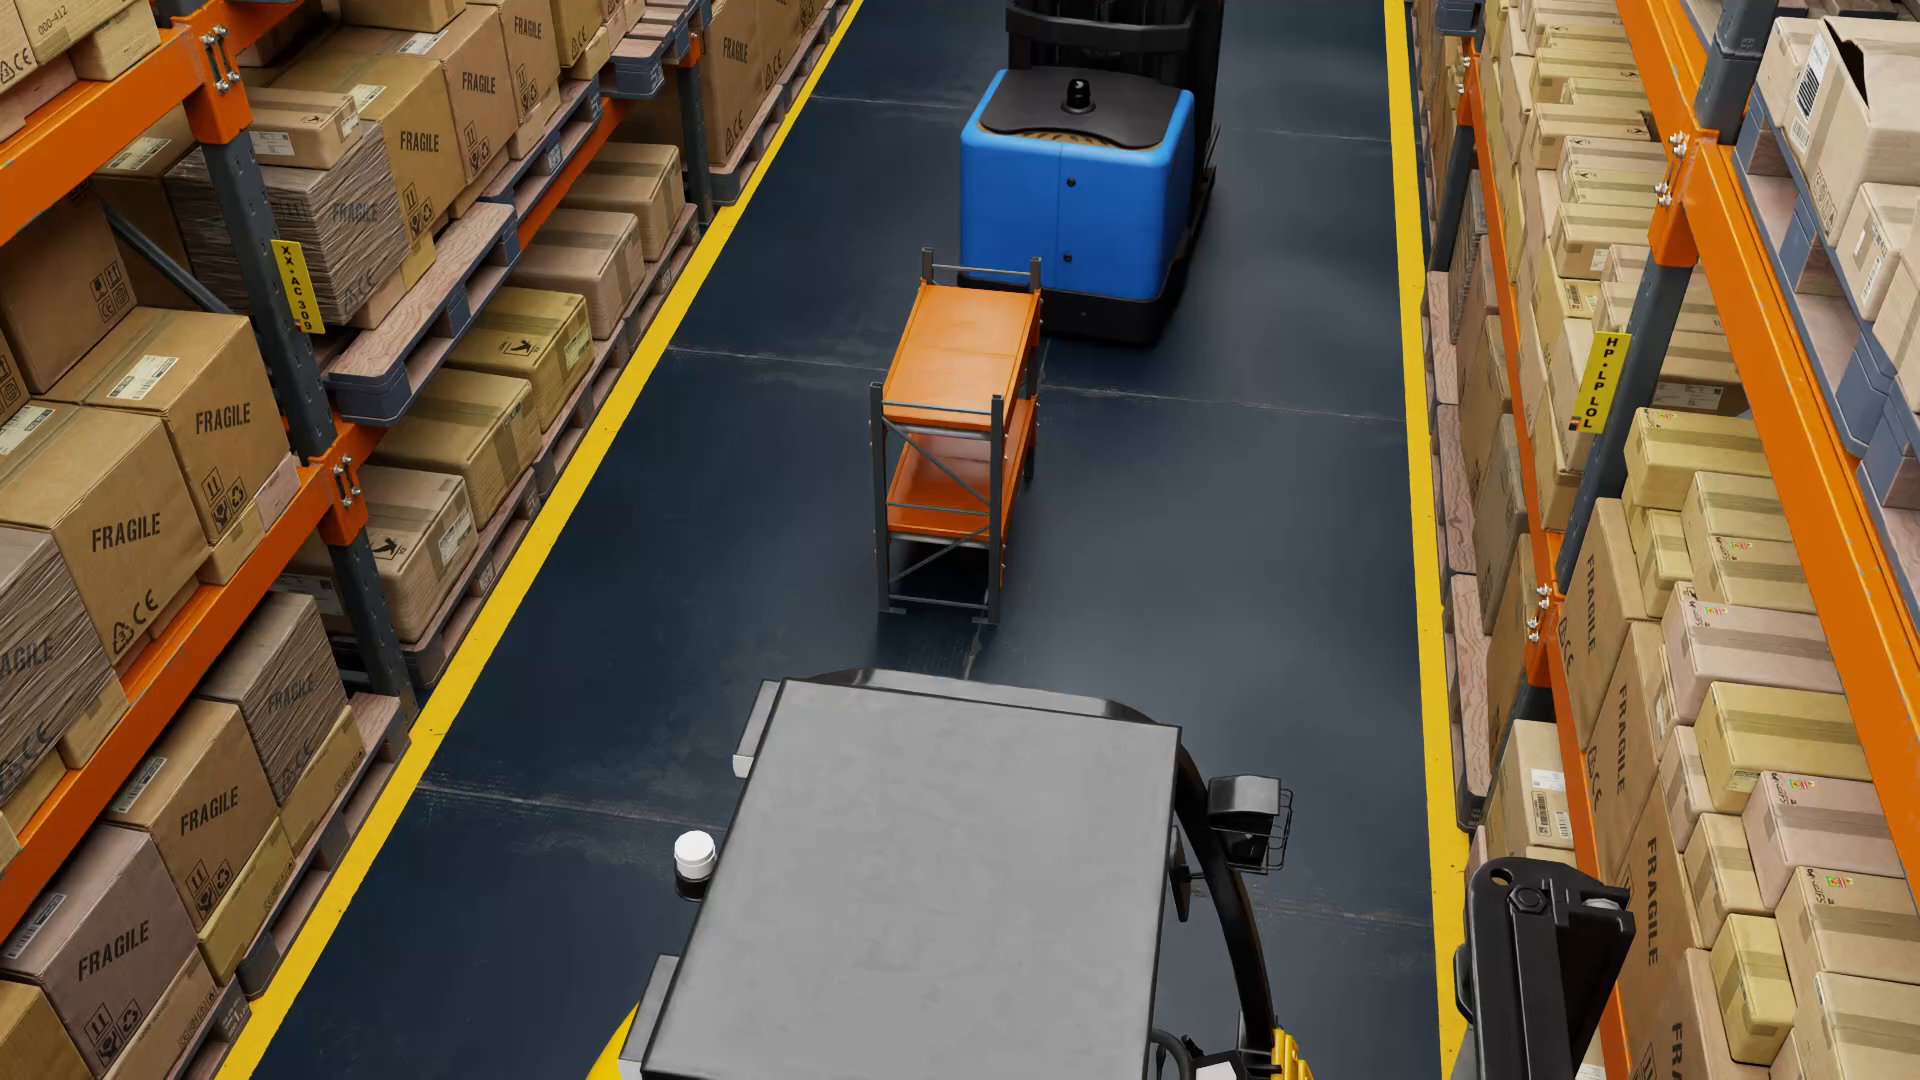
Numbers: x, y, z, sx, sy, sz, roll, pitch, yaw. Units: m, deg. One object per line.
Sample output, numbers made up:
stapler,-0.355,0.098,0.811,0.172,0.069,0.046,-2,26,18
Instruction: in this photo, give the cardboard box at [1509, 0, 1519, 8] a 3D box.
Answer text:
cardboard box,2.598,-2.424,7.240,0.380,0.149,0.250,7,40,9

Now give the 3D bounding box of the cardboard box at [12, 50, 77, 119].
cardboard box,-2.478,-1.184,4.171,0.380,0.149,0.250,7,40,8

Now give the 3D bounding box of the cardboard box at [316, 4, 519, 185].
cardboard box,-2.045,-1.706,6.318,0.500,0.500,0.500,6,40,7

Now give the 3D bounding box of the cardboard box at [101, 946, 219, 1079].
cardboard box,-2.606,1.447,4.974,0.500,0.250,0.500,7,40,8

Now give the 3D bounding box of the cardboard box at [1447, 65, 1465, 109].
cardboard box,2.841,-2.432,8.960,0.380,0.149,0.250,4,40,5

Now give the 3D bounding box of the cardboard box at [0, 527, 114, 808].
cardboard box,-2.593,0.298,4.224,0.500,0.500,0.500,7,40,9

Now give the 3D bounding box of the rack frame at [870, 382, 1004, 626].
rack frame,-0.087,-0.119,6.511,0.500,1.125,0.032,6,40,8

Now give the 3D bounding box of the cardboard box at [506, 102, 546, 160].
cardboard box,-1.934,-1.697,6.816,0.380,0.149,0.250,8,40,9

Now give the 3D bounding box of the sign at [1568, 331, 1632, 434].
sign,1.760,-0.430,4.569,0.100,0.325,0.005,6,40,8

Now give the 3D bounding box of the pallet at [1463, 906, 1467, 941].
pallet,2.117,1.609,5.138,1.003,0.211,1.213,6,40,8

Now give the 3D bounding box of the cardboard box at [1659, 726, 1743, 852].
cardboard box,1.758,0.563,3.628,0.380,0.149,0.250,6,40,7

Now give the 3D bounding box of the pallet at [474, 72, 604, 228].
pallet,-2.204,-1.695,7.096,1.003,0.211,1.213,6,40,8

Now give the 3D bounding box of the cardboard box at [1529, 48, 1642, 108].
cardboard box,2.430,-1.780,6.462,0.380,0.149,0.250,7,40,9

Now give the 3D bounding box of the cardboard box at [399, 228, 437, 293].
cardboard box,-2.135,-1.038,6.019,0.380,0.149,0.250,7,40,9

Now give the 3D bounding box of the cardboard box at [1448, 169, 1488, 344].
cardboard box,2.866,-1.327,8.035,0.875,0.625,0.625,8,40,9

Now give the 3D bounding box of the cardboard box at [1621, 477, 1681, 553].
cardboard box,1.981,-0.078,4.402,0.380,0.149,0.250,6,40,7

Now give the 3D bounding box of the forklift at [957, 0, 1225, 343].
forklift,0.860,-3.064,8.656,1.130,2.935,3.031,10,41,11

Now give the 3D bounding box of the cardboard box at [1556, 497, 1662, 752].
cardboard box,1.962,0.251,4.514,0.500,0.500,0.500,5,40,6

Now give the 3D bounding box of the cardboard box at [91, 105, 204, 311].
cardboard box,-2.740,-1.135,5.628,0.500,0.500,0.500,6,40,7

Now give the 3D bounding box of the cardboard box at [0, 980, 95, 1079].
cardboard box,-2.689,1.481,4.345,0.500,0.500,0.500,7,40,9

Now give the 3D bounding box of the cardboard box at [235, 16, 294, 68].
cardboard box,-2.630,-1.819,5.945,0.380,0.149,0.250,5,40,6

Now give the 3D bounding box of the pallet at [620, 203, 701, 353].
pallet,-2.038,-1.451,8.839,1.003,0.211,1.213,6,40,8

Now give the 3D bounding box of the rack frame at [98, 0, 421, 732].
rack frame,-2.594,-0.505,5.507,1.000,3.000,0.127,6,40,8

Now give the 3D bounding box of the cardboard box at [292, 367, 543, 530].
cardboard box,-2.384,-0.435,7.155,0.950,0.372,0.625,9,40,10

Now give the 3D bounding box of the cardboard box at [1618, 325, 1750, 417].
cardboard box,2.136,-0.488,4.898,0.380,0.149,0.250,8,40,9

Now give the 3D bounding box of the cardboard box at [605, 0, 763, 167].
cardboard box,-1.700,-2.783,9.600,0.875,0.875,0.875,6,40,7

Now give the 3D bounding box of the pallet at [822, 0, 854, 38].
pallet,-1.269,-3.959,11.872,1.003,0.211,1.213,6,40,8

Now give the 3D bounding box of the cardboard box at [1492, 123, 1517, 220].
cardboard box,2.496,-1.522,6.855,0.500,0.250,0.500,5,40,6

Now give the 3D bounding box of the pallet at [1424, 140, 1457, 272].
pallet,3.154,-1.860,9.334,1.003,0.211,1.213,6,40,8

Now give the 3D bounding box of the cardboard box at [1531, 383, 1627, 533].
cardboard box,2.125,-0.248,5.313,0.500,0.250,0.500,7,40,9

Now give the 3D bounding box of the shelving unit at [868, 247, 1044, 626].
shelving unit,0.001,-0.438,6.897,0.538,1.125,1.048,6,40,8

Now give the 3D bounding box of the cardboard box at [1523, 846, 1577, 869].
cardboard box,1.804,1.141,4.559,0.500,0.250,0.500,6,40,8

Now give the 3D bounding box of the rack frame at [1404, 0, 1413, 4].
rack frame,3.680,-4.981,10.920,1.000,3.000,0.127,6,40,8

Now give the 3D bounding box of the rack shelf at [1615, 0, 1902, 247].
rack shelf,2.642,-2.094,5.639,1.077,0.370,4.000,6,40,8

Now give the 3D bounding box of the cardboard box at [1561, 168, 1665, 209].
cardboard box,2.279,-1.137,5.683,0.380,0.149,0.250,5,40,7

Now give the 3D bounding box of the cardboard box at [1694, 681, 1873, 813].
cardboard box,1.793,0.455,3.524,0.380,0.149,0.250,6,40,7

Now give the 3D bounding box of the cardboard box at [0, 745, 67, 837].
cardboard box,-2.595,0.622,4.341,0.380,0.149,0.250,6,40,7

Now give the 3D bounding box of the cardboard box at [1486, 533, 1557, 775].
cardboard box,2.375,0.464,5.868,0.875,0.625,0.625,8,40,10

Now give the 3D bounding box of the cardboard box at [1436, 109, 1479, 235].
cardboard box,2.849,-1.958,8.896,0.500,0.500,0.500,7,40,9

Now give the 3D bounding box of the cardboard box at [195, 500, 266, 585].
cardboard box,-2.386,-0.016,5.112,0.380,0.149,0.250,7,40,9

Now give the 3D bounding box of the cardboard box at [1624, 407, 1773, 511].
cardboard box,1.948,-0.196,4.312,0.380,0.149,0.250,7,40,9

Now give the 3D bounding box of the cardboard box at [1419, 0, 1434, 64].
cardboard box,3.202,-3.253,10.462,0.500,0.500,0.500,5,40,6

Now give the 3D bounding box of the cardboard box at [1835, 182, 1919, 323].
cardboard box,1.786,-0.489,2.923,0.380,0.149,0.250,8,40,9

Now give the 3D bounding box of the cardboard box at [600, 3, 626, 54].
cardboard box,-1.753,-2.353,7.609,0.380,0.149,0.250,5,40,6

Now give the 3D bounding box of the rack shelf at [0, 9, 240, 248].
rack shelf,-2.940,-0.129,3.262,1.077,0.370,4.000,6,40,8

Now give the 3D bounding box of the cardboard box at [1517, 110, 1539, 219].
cardboard box,2.411,-1.390,6.302,0.500,0.250,0.500,7,40,8
